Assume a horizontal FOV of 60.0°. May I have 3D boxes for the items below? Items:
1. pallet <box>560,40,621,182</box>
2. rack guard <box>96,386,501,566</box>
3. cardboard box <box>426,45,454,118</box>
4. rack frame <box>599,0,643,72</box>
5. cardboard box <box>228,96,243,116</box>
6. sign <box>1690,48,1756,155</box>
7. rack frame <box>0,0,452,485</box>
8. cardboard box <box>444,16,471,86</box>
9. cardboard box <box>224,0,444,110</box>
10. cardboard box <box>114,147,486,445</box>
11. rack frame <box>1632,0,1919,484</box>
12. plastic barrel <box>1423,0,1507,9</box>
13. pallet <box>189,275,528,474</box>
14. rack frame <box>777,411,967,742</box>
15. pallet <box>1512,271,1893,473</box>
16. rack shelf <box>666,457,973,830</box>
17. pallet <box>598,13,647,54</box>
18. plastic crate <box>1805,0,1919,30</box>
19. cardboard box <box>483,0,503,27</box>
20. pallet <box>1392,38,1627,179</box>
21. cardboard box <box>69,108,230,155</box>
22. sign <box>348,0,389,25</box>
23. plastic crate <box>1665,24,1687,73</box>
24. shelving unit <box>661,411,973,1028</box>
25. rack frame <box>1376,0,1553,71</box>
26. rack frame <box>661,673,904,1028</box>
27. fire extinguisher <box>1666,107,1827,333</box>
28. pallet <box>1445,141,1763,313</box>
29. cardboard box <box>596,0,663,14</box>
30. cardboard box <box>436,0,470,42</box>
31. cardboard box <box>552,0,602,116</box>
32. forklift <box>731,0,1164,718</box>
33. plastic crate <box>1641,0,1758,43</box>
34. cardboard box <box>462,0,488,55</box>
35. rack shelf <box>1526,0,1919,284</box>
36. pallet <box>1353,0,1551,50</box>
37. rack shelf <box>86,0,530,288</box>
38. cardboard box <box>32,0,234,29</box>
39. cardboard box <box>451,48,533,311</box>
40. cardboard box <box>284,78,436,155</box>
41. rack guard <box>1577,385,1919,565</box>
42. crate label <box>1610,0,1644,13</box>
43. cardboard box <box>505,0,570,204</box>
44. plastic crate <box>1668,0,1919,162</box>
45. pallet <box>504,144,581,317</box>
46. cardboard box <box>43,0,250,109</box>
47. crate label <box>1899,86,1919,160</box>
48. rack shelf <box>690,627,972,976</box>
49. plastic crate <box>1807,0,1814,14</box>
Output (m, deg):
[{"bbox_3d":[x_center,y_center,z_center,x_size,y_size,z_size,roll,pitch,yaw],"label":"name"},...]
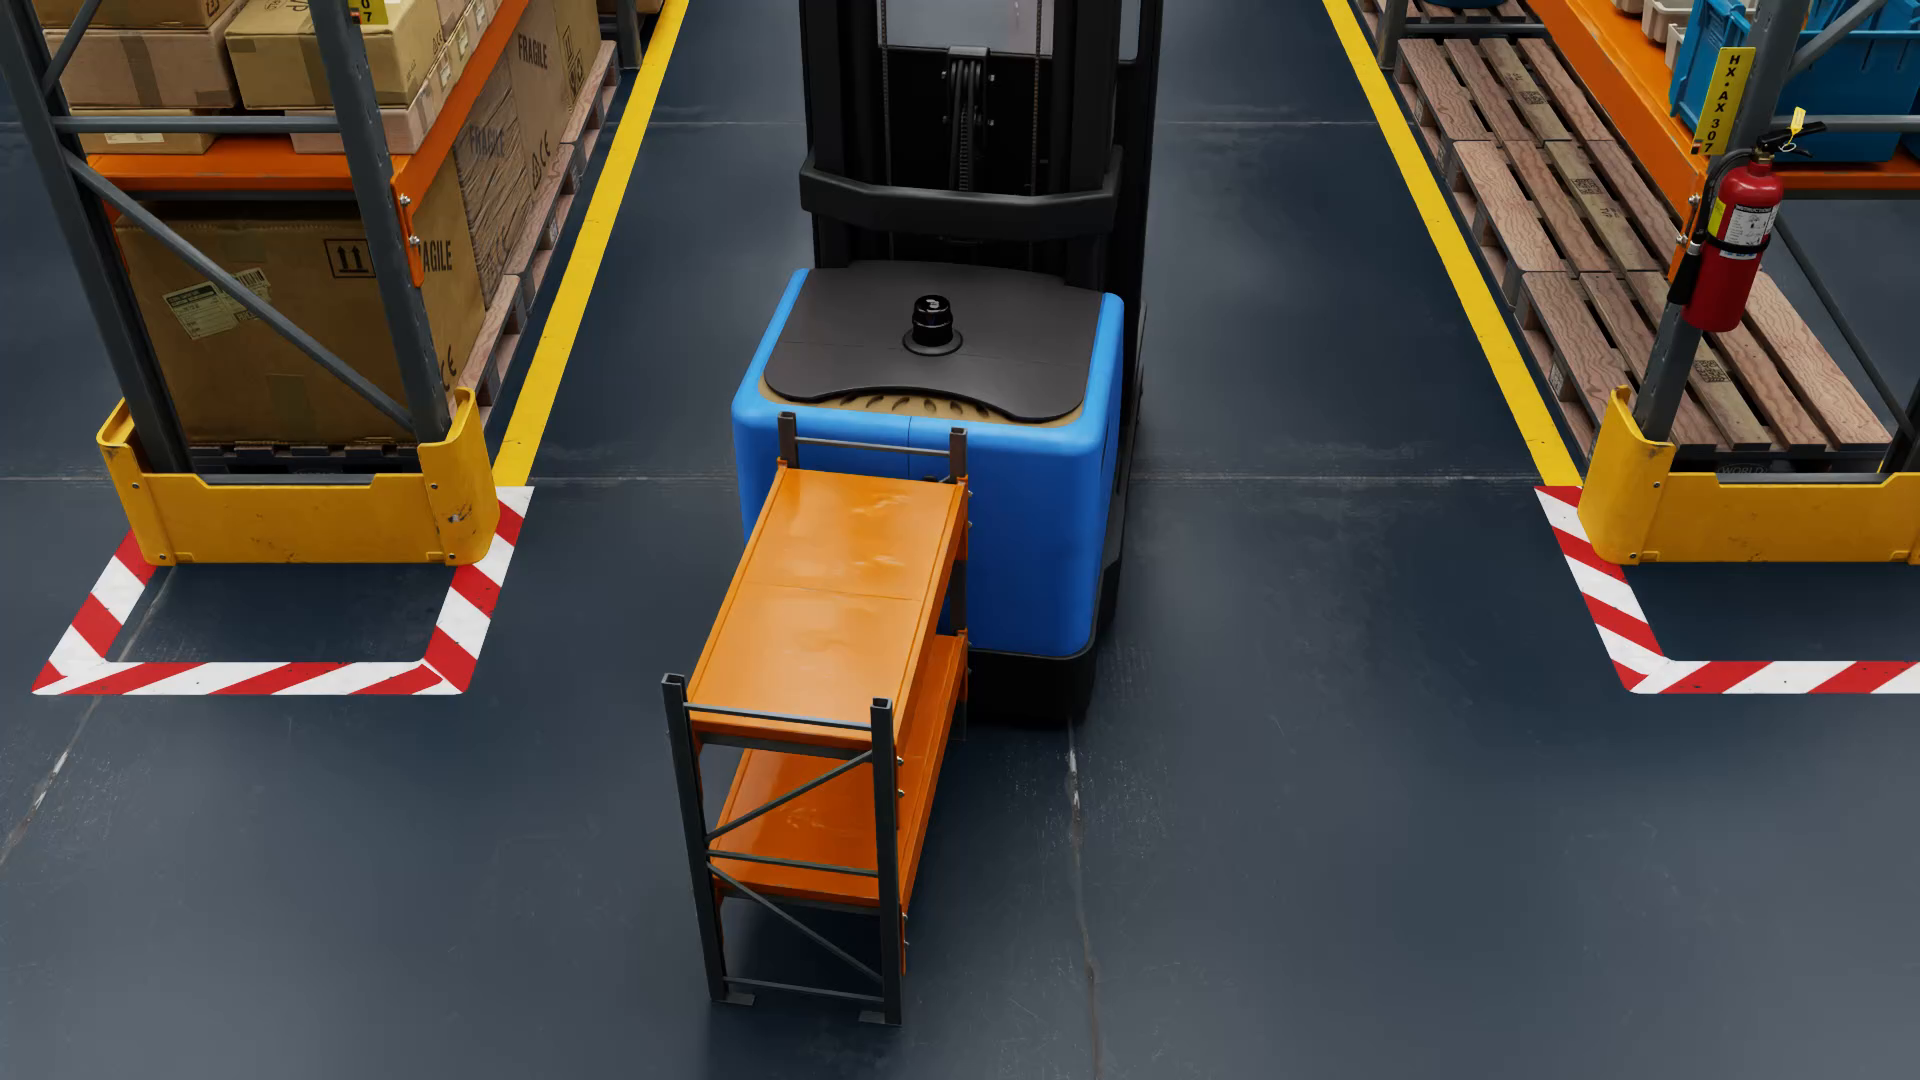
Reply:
[{"bbox_3d":[-2.286,-2.143,8.256,1.003,0.211,1.213,0,39,0],"label":"pallet"},{"bbox_3d":[-2.204,-0.215,5.619,1.175,0.500,0.348,0,39,0],"label":"rack guard"},{"bbox_3d":[-1.876,-1.490,5.412,0.380,0.149,0.250,-1,39,-1],"label":"cardboard box"},{"bbox_3d":[-2.209,-3.707,7.977,1.000,3.000,0.127,0,39,0],"label":"rack frame"},{"bbox_3d":[-2.536,-1.493,5.415,0.380,0.149,0.250,0,39,0],"label":"cardboard box"},{"bbox_3d":[2.199,-1.262,4.796,0.100,0.325,0.005,0,39,0],"label":"sign"},{"bbox_3d":[-2.204,-1.206,4.856,1.000,3.000,0.127,0,39,0],"label":"rack frame"},{"bbox_3d":[-1.877,-1.650,5.612,0.380,0.149,0.250,-1,39,-1],"label":"cardboard box"},{"bbox_3d":[-1.935,-1.564,5.185,0.500,0.250,0.500,-1,39,-1],"label":"cardboard box"},{"bbox_3d":[-2.285,-0.941,5.888,0.875,0.875,0.875,0,39,0],"label":"cardboard box"},{"bbox_3d":[2.749,-1.209,4.860,1.000,3.000,0.127,0,39,0],"label":"rack frame"},{"bbox_3d":[2.761,-3.396,8.931,0.600,0.901,0.708,0,39,0],"label":"plastic barrel"},{"bbox_3d":[-2.283,-0.618,6.352,1.003,0.211,1.213,0,39,0],"label":"pallet"},{"bbox_3d":[-0.230,0.133,4.684,0.500,1.125,0.032,6,39,7],"label":"rack frame"},{"bbox_3d":[2.787,-0.637,6.376,1.003,0.211,1.213,0,39,0],"label":"pallet"},{"bbox_3d":[-0.311,0.219,4.110,0.538,0.278,1.000,6,39,7],"label":"rack shelf"},{"bbox_3d":[-2.285,-3.101,9.451,1.003,0.211,1.213,0,39,0],"label":"pallet"},{"bbox_3d":[3.077,-1.734,5.601,0.416,0.233,0.300,0,39,0],"label":"plastic crate"},{"bbox_3d":[-1.878,-1.973,6.014,0.380,0.149,0.250,-1,39,-1],"label":"cardboard box"},{"bbox_3d":[2.784,-2.163,8.280,1.003,0.211,1.213,0,39,0],"label":"pallet"},{"bbox_3d":[-2.534,-1.330,5.212,0.380,0.149,0.250,1,39,1],"label":"cardboard box"},{"bbox_3d":[-1.649,-1.571,4.556,0.100,0.325,0.005,0,39,0],"label":"sign"},{"bbox_3d":[2.567,-1.640,5.560,0.396,0.136,0.243,0,39,0],"label":"plastic crate"},{"bbox_3d":[-0.311,0.447,4.293,0.538,1.125,1.048,6,39,7],"label":"shelving unit"},{"bbox_3d":[2.744,-3.711,7.982,1.000,3.000,0.127,0,39,0],"label":"rack frame"},{"bbox_3d":[-0.393,0.761,3.901,0.500,1.125,0.032,6,39,7],"label":"rack frame"},{"bbox_3d":[2.295,-0.939,4.883,0.296,0.674,0.183,0,39,0],"label":"fire extinguisher"},{"bbox_3d":[2.788,-1.398,7.326,1.003,0.211,1.213,0,39,0],"label":"pallet"},{"bbox_3d":[-2.229,-3.442,9.010,1.225,0.875,0.875,0,39,0],"label":"cardboard box"},{"bbox_3d":[-1.942,-1.889,5.590,0.500,0.250,0.500,0,39,-1],"label":"cardboard box"},{"bbox_3d":[-2.288,-2.629,7.995,0.875,0.875,0.875,0,39,0],"label":"cardboard box"},{"bbox_3d":[0.099,-1.531,5.317,1.130,2.935,3.031,6,39,7],"label":"forklift"},{"bbox_3d":[2.581,-1.821,5.786,0.396,0.136,0.243,0,39,0],"label":"plastic crate"},{"bbox_3d":[-1.878,-1.814,5.815,0.380,0.149,0.250,-1,39,-1],"label":"cardboard box"},{"bbox_3d":[2.746,-2.179,6.646,1.077,0.370,4.000,0,39,0],"label":"rack shelf"},{"bbox_3d":[2.785,-3.105,9.456,1.003,0.211,1.213,0,39,0],"label":"pallet"},{"bbox_3d":[-2.206,-2.176,6.642,1.077,0.370,4.000,0,39,0],"label":"rack shelf"},{"bbox_3d":[-2.468,-1.860,4.955,0.500,0.500,0.500,0,39,1],"label":"cardboard box"},{"bbox_3d":[-2.286,-1.510,6.598,0.875,0.875,0.875,0,39,0],"label":"cardboard box"},{"bbox_3d":[-1.875,-1.330,5.212,0.380,0.149,0.250,0,39,0],"label":"cardboard box"},{"bbox_3d":[2.762,-0.219,5.623,1.175,0.500,0.348,0,39,0],"label":"rack guard"},{"bbox_3d":[2.556,-1.995,6.004,0.396,0.136,0.243,0,39,0],"label":"crate label"},{"bbox_3d":[-2.287,-2.066,7.293,0.875,0.875,0.875,0,39,0],"label":"cardboard box"},{"bbox_3d":[2.562,-1.456,5.092,0.616,0.435,0.499,0,39,0],"label":"plastic crate"},{"bbox_3d":[-2.282,-1.379,7.301,1.003,0.211,1.213,0,39,0],"label":"pallet"},{"bbox_3d":[-2.470,-1.566,5.188,0.500,0.250,0.500,-1,39,-1],"label":"cardboard box"},{"bbox_3d":[3.078,-1.322,5.087,0.416,0.233,0.303,0,39,0],"label":"crate label"},{"bbox_3d":[-0.311,0.638,4.446,0.538,0.278,1.000,6,39,7],"label":"rack shelf"},{"bbox_3d":[3.159,-1.909,5.897,0.250,0.136,0.298,0,39,0],"label":"plastic crate"}]
